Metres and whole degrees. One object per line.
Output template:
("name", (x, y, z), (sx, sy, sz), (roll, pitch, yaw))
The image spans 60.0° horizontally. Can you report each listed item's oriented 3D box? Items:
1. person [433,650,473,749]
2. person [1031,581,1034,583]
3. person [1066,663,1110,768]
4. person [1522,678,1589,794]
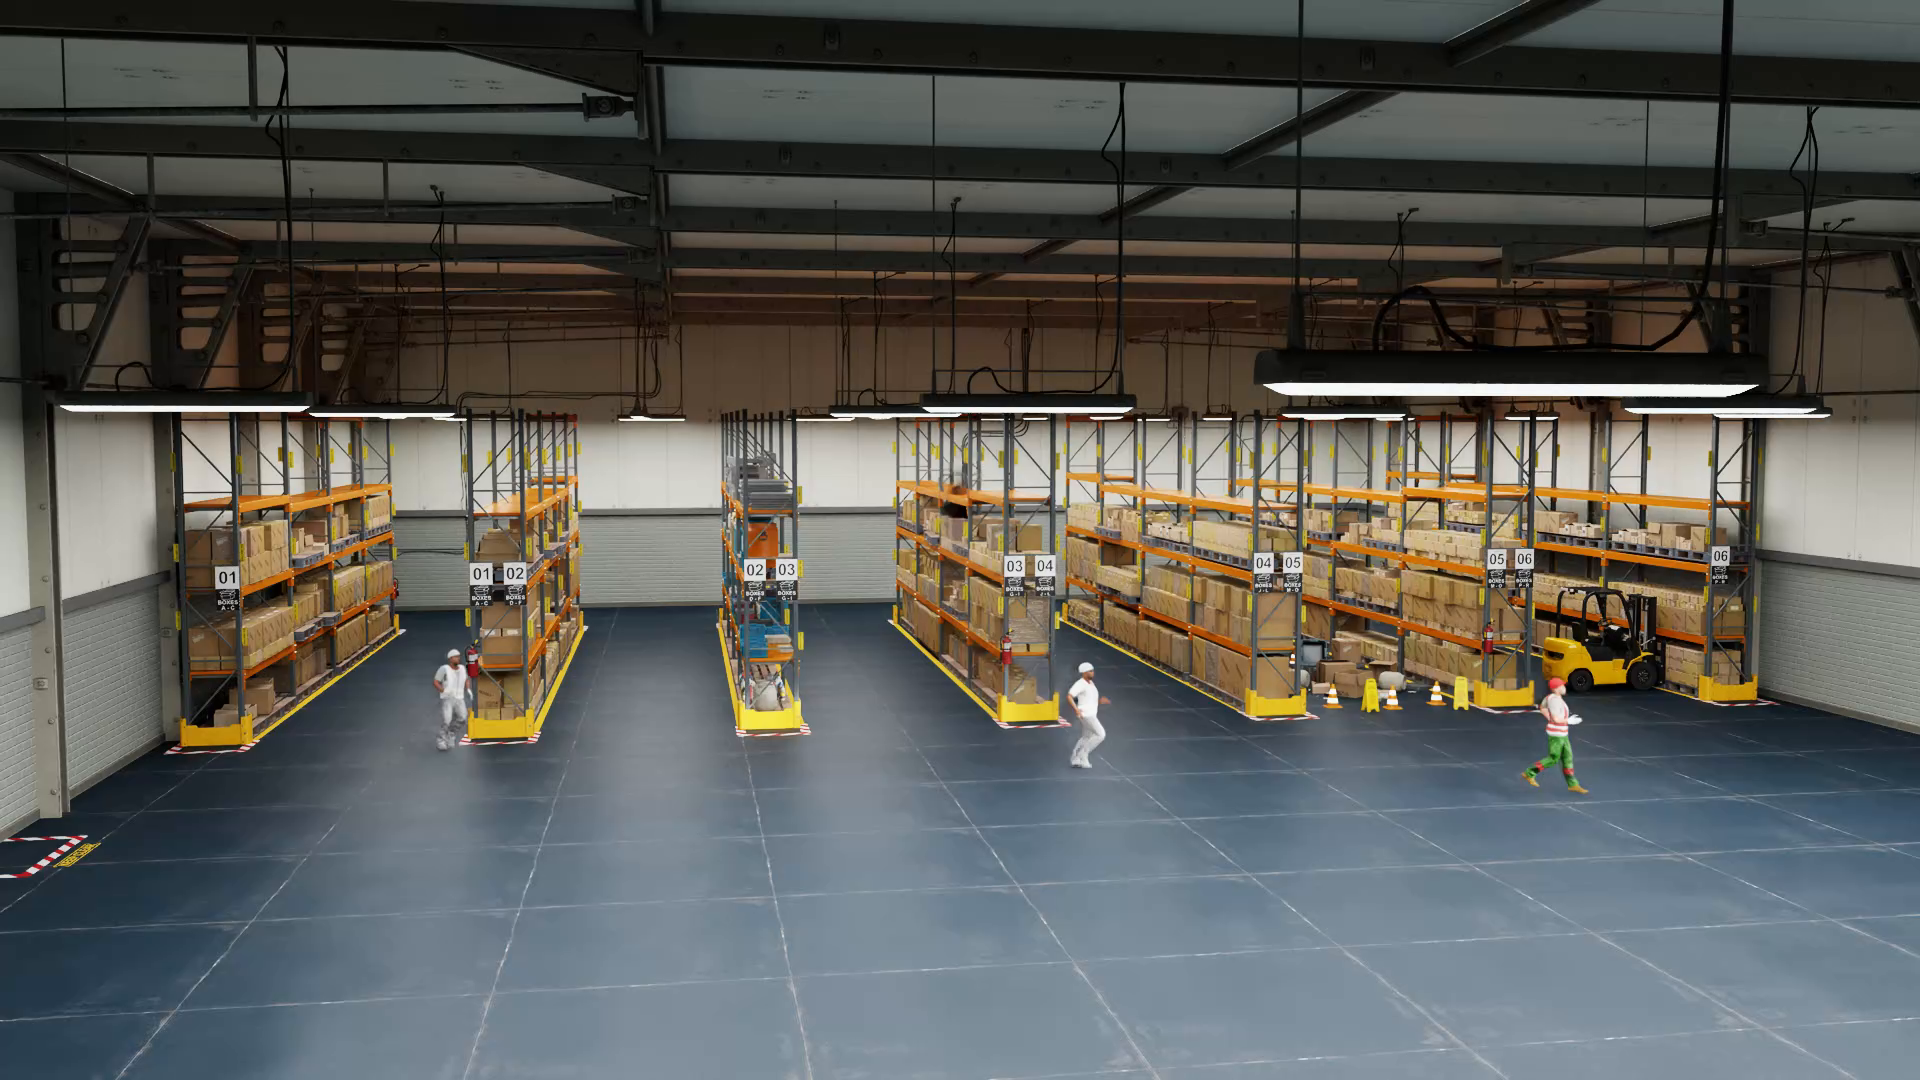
("person", (-8.900, 2.802, 29.297), (0.558, 1.735, 0.760), (4, 5, 42))
("person", (1.936, 1.535, 48.450), (0.618, 1.673, 0.705), (4, 5, 42))
("person", (2.150, 2.911, 27.630), (0.673, 1.742, 0.676), (1, 4, 17))
("person", (9.213, 3.014, 25.689), (0.987, 1.786, 0.656), (2, 4, 22))
